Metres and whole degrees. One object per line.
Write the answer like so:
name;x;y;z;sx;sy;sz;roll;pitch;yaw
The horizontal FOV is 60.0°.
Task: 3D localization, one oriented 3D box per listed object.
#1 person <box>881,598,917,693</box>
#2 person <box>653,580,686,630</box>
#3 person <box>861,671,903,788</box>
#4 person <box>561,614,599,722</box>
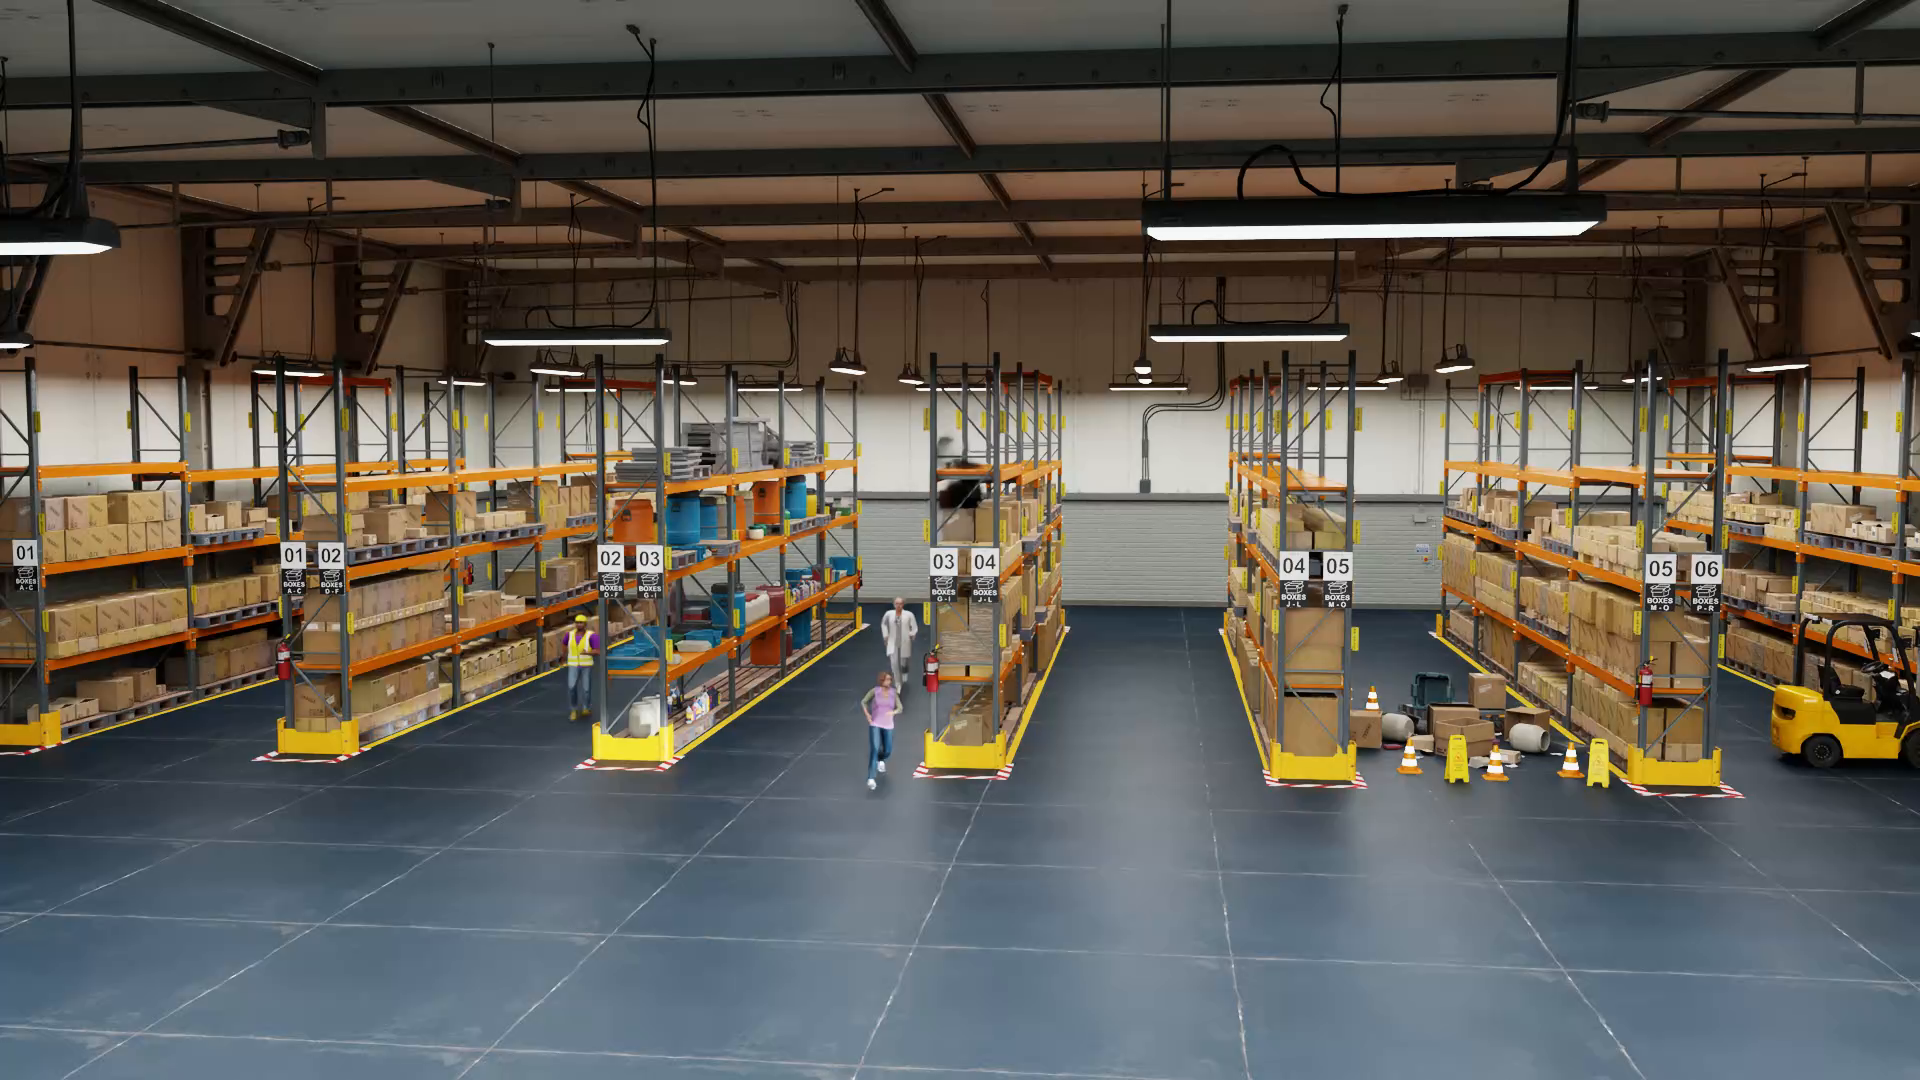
person;-1.140;1.939;31.111;0.693;1.748;0.878;0;4;2
person;-6.283;1.603;35.847;0.703;1.716;0.653;0;4;0
person;-1.078;2.608;23.153;0.565;1.570;0.781;-1;4;-16
person;-6.389;2.147;27.962;0.670;1.797;0.728;0;4;-5
